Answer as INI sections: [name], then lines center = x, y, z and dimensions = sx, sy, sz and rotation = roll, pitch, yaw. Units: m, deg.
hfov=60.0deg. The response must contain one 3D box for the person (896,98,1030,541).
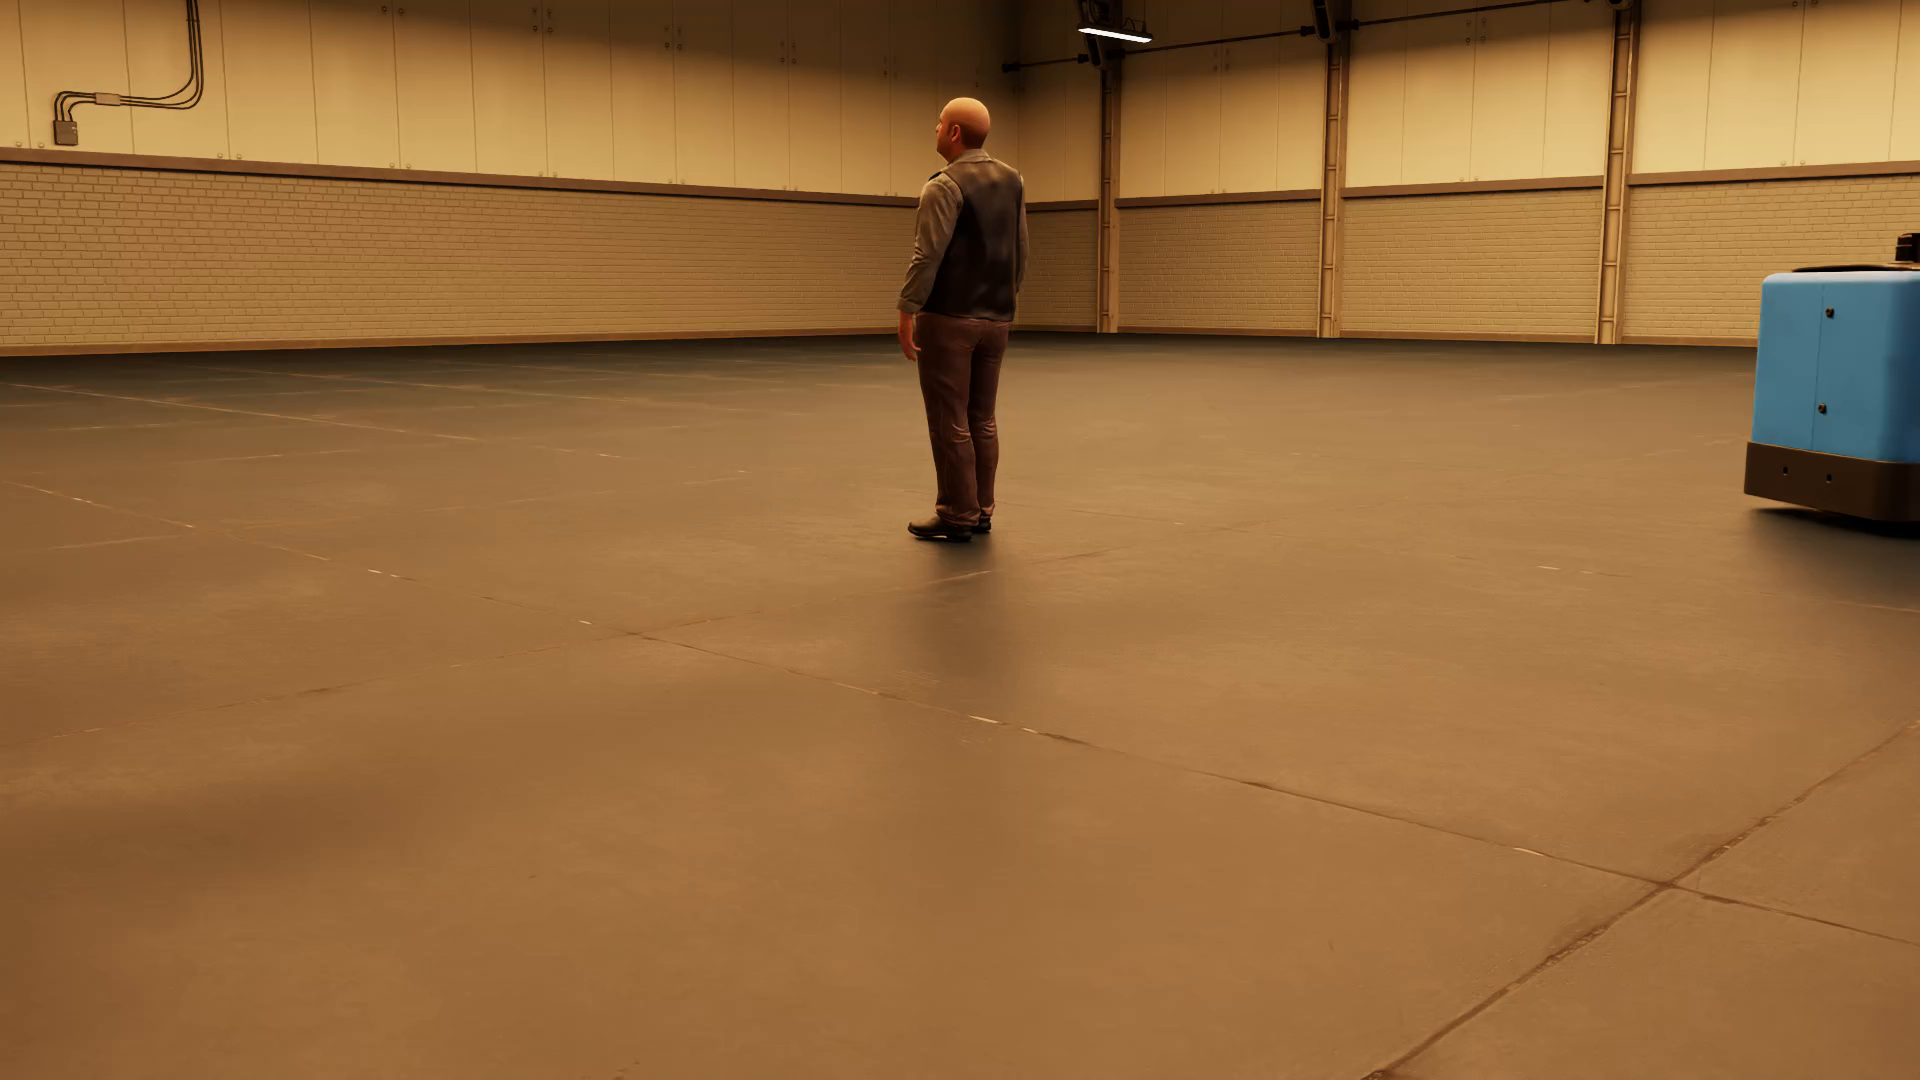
[person]
center = -0.040, -0.866, 6.636
dimensions = 0.566, 1.722, 0.633
rotation = 8, 12, 43

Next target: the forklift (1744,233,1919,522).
[forklift]
center = 5.163, -1.553, 7.189
dimensions = 3.031, 2.935, 1.130
rotation = -1, 9, -7
